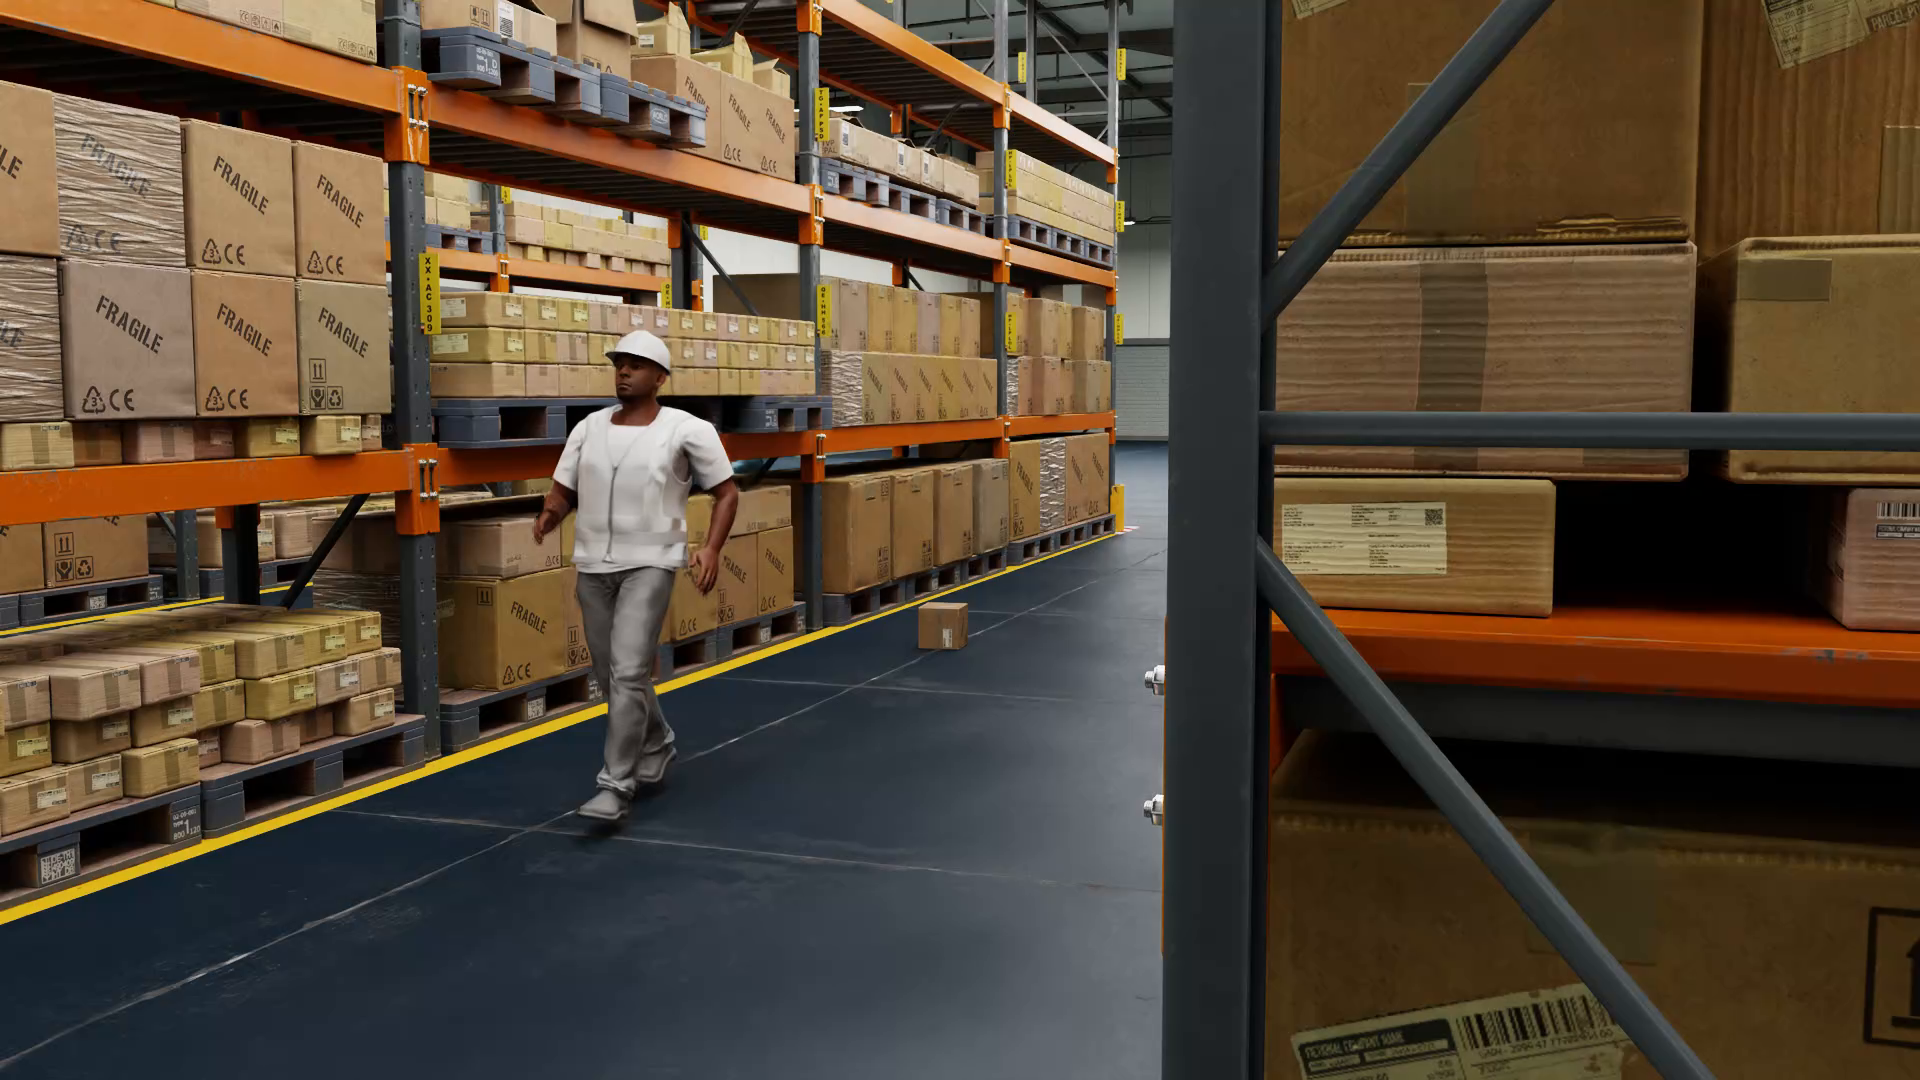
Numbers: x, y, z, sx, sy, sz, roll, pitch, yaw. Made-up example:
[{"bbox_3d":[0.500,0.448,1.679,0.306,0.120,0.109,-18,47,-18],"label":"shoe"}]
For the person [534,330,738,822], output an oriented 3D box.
[{"bbox_3d":[-1.225,0.109,6.039,0.678,1.740,0.886,2,5,18],"label":"person"}]
